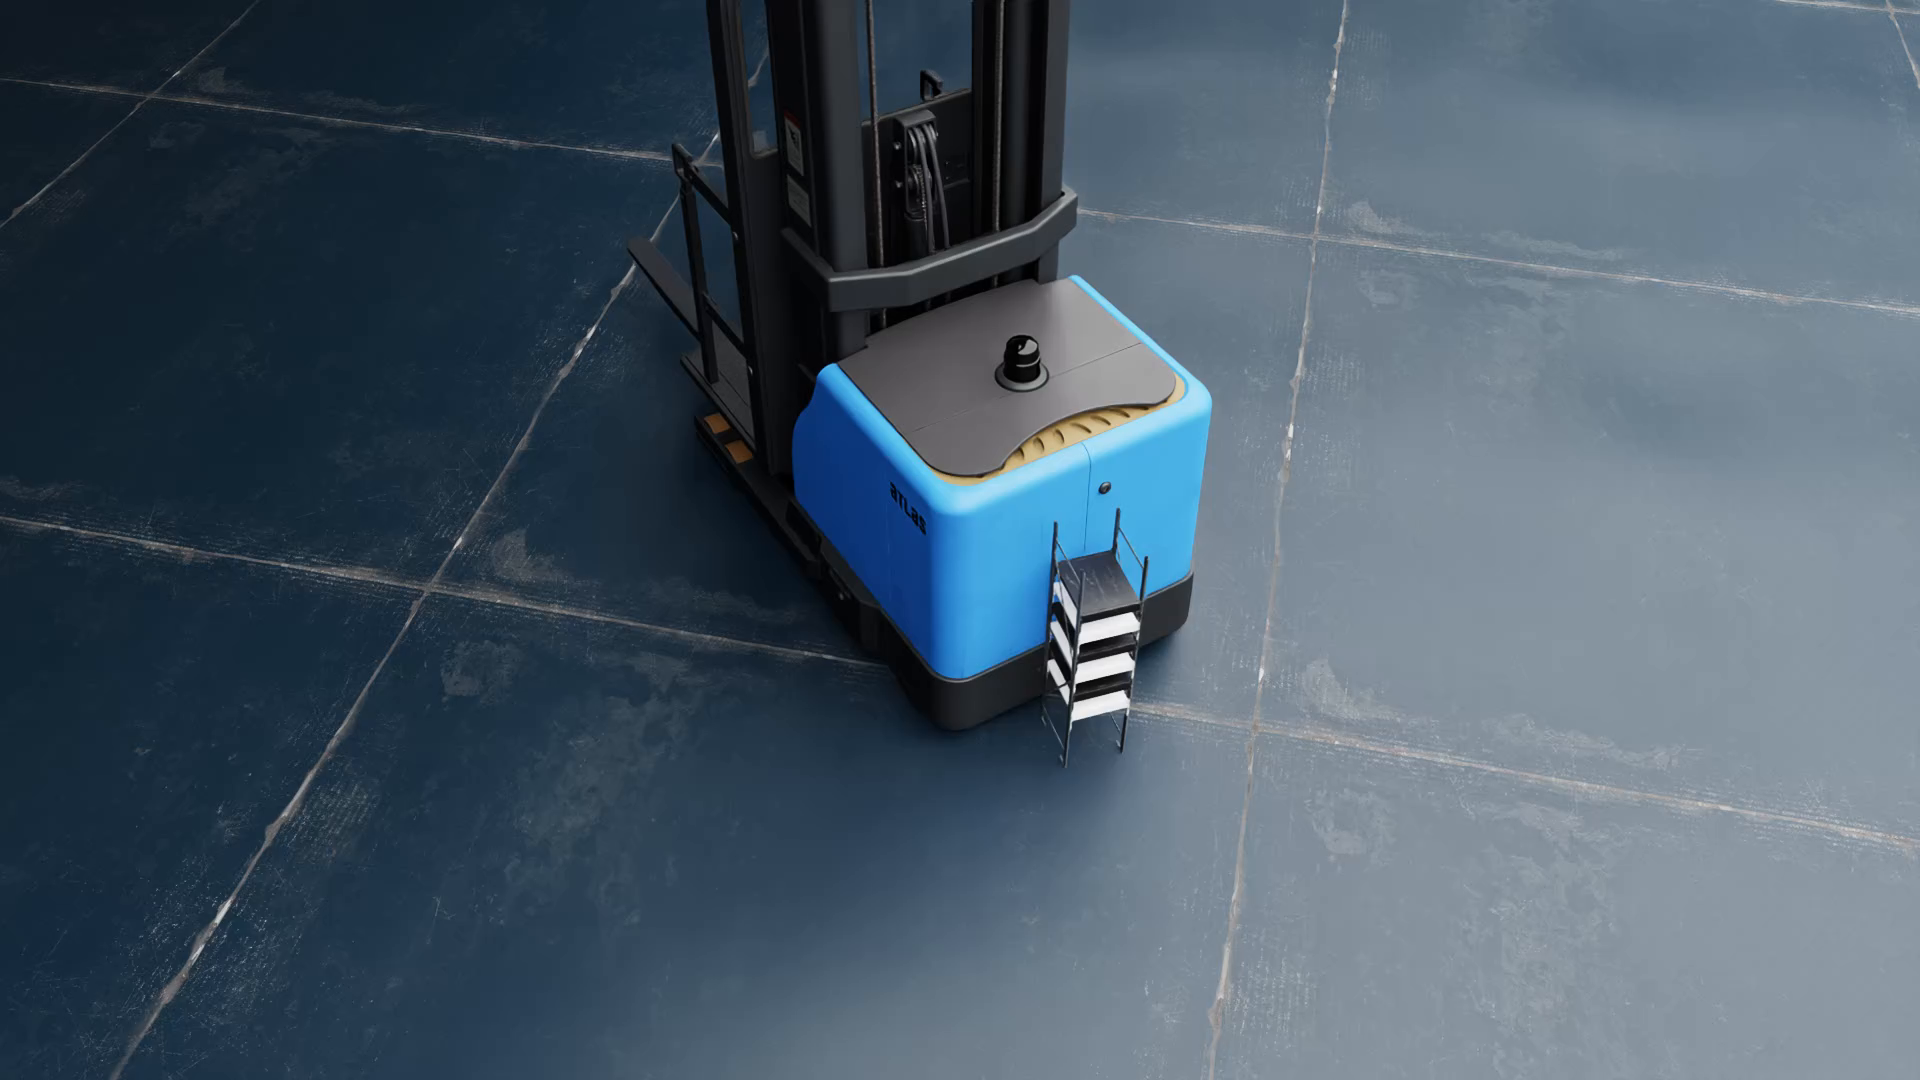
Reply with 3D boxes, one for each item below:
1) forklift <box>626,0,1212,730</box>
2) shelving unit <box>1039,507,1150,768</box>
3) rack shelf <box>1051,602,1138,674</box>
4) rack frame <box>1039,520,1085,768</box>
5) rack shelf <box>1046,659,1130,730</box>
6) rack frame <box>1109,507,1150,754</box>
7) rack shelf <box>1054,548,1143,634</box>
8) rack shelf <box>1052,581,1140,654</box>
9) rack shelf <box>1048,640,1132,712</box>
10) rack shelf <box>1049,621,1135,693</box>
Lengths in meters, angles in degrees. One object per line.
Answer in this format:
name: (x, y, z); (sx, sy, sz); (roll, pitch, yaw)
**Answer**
forklift: (-0.390, -1.434, 5.626); (1.130, 2.935, 3.031); (-23, 48, -22)
shelving unit: (0.413, 0.325, 5.261); (0.210, 0.900, 0.258); (-12, 45, -14)
rack shelf: (0.414, 0.284, 5.222); (0.200, 0.077, 0.258); (-12, 45, -14)
rack frame: (0.317, 0.346, 5.237); (0.006, 0.900, 0.240); (-12, 45, -14)
rack shelf: (0.410, 0.479, 5.408); (0.200, 0.077, 0.258); (-12, 45, -14)
rack frame: (0.510, 0.304, 5.285); (0.006, 0.900, 0.240); (-12, 45, -14)
rack shelf: (0.417, 0.154, 5.097); (0.200, 0.077, 0.258); (-12, 45, -14)
rack shelf: (0.416, 0.219, 5.160); (0.200, 0.077, 0.258); (-12, 45, -14)
rack shelf: (0.411, 0.414, 5.346); (0.200, 0.077, 0.258); (-12, 45, -14)
rack shelf: (0.413, 0.349, 5.284); (0.200, 0.077, 0.258); (-12, 45, -14)
